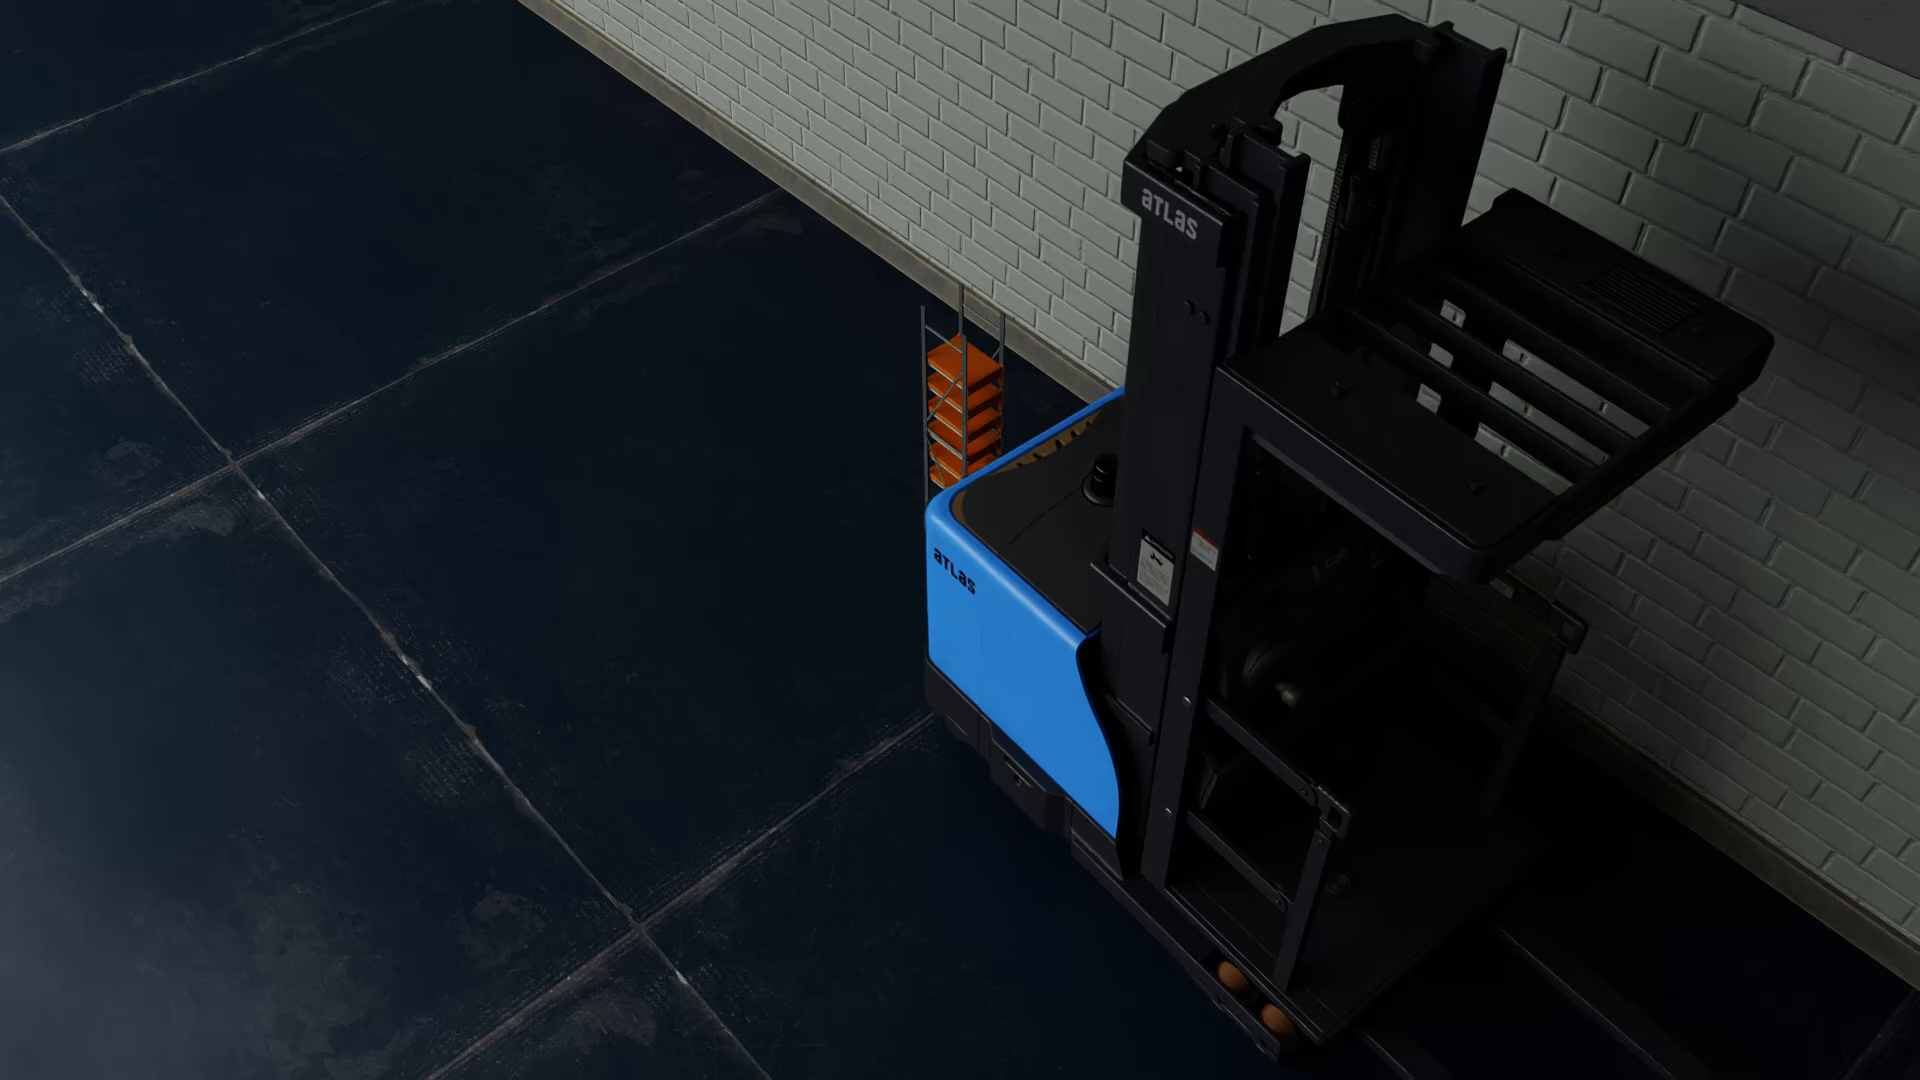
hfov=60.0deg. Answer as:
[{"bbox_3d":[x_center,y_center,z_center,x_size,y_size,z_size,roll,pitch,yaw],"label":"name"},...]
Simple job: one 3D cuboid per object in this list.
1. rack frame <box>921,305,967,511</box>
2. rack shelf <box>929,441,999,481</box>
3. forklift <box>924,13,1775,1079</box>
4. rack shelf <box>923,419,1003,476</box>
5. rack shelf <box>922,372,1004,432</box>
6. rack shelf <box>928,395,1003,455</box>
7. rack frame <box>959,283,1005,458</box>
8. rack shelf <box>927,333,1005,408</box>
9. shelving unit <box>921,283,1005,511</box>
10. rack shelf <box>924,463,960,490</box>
[{"bbox_3d":[-0.057,-0.369,6.327,0.006,1.200,0.240,-34,56,-27],"label":"rack frame"},{"bbox_3d":[0.011,-0.303,6.490,0.180,0.103,0.258,-34,56,-27],"label":"rack shelf"},{"bbox_3d":[1.195,0.220,4.606,1.130,2.935,3.031,-31,55,-26],"label":"forklift"},{"bbox_3d":[0.011,-0.384,6.402,0.180,0.103,0.258,-34,56,-27],"label":"rack shelf"},{"bbox_3d":[0.011,-0.547,6.225,0.180,0.103,0.258,-34,56,-27],"label":"rack shelf"},{"bbox_3d":[0.011,-0.465,6.313,0.180,0.103,0.258,-34,56,-27],"label":"rack shelf"},{"bbox_3d":[0.078,-0.459,6.411,0.006,1.200,0.240,-34,56,-27],"label":"rack frame"},{"bbox_3d":[0.011,-0.628,6.137,0.180,0.103,0.258,-34,56,-27],"label":"rack shelf"},{"bbox_3d":[0.011,-0.414,6.369,0.189,1.200,0.258,-34,56,-27],"label":"shelving unit"},{"bbox_3d":[0.011,-0.221,6.578,0.180,0.103,0.258,-34,56,-27],"label":"rack shelf"}]
